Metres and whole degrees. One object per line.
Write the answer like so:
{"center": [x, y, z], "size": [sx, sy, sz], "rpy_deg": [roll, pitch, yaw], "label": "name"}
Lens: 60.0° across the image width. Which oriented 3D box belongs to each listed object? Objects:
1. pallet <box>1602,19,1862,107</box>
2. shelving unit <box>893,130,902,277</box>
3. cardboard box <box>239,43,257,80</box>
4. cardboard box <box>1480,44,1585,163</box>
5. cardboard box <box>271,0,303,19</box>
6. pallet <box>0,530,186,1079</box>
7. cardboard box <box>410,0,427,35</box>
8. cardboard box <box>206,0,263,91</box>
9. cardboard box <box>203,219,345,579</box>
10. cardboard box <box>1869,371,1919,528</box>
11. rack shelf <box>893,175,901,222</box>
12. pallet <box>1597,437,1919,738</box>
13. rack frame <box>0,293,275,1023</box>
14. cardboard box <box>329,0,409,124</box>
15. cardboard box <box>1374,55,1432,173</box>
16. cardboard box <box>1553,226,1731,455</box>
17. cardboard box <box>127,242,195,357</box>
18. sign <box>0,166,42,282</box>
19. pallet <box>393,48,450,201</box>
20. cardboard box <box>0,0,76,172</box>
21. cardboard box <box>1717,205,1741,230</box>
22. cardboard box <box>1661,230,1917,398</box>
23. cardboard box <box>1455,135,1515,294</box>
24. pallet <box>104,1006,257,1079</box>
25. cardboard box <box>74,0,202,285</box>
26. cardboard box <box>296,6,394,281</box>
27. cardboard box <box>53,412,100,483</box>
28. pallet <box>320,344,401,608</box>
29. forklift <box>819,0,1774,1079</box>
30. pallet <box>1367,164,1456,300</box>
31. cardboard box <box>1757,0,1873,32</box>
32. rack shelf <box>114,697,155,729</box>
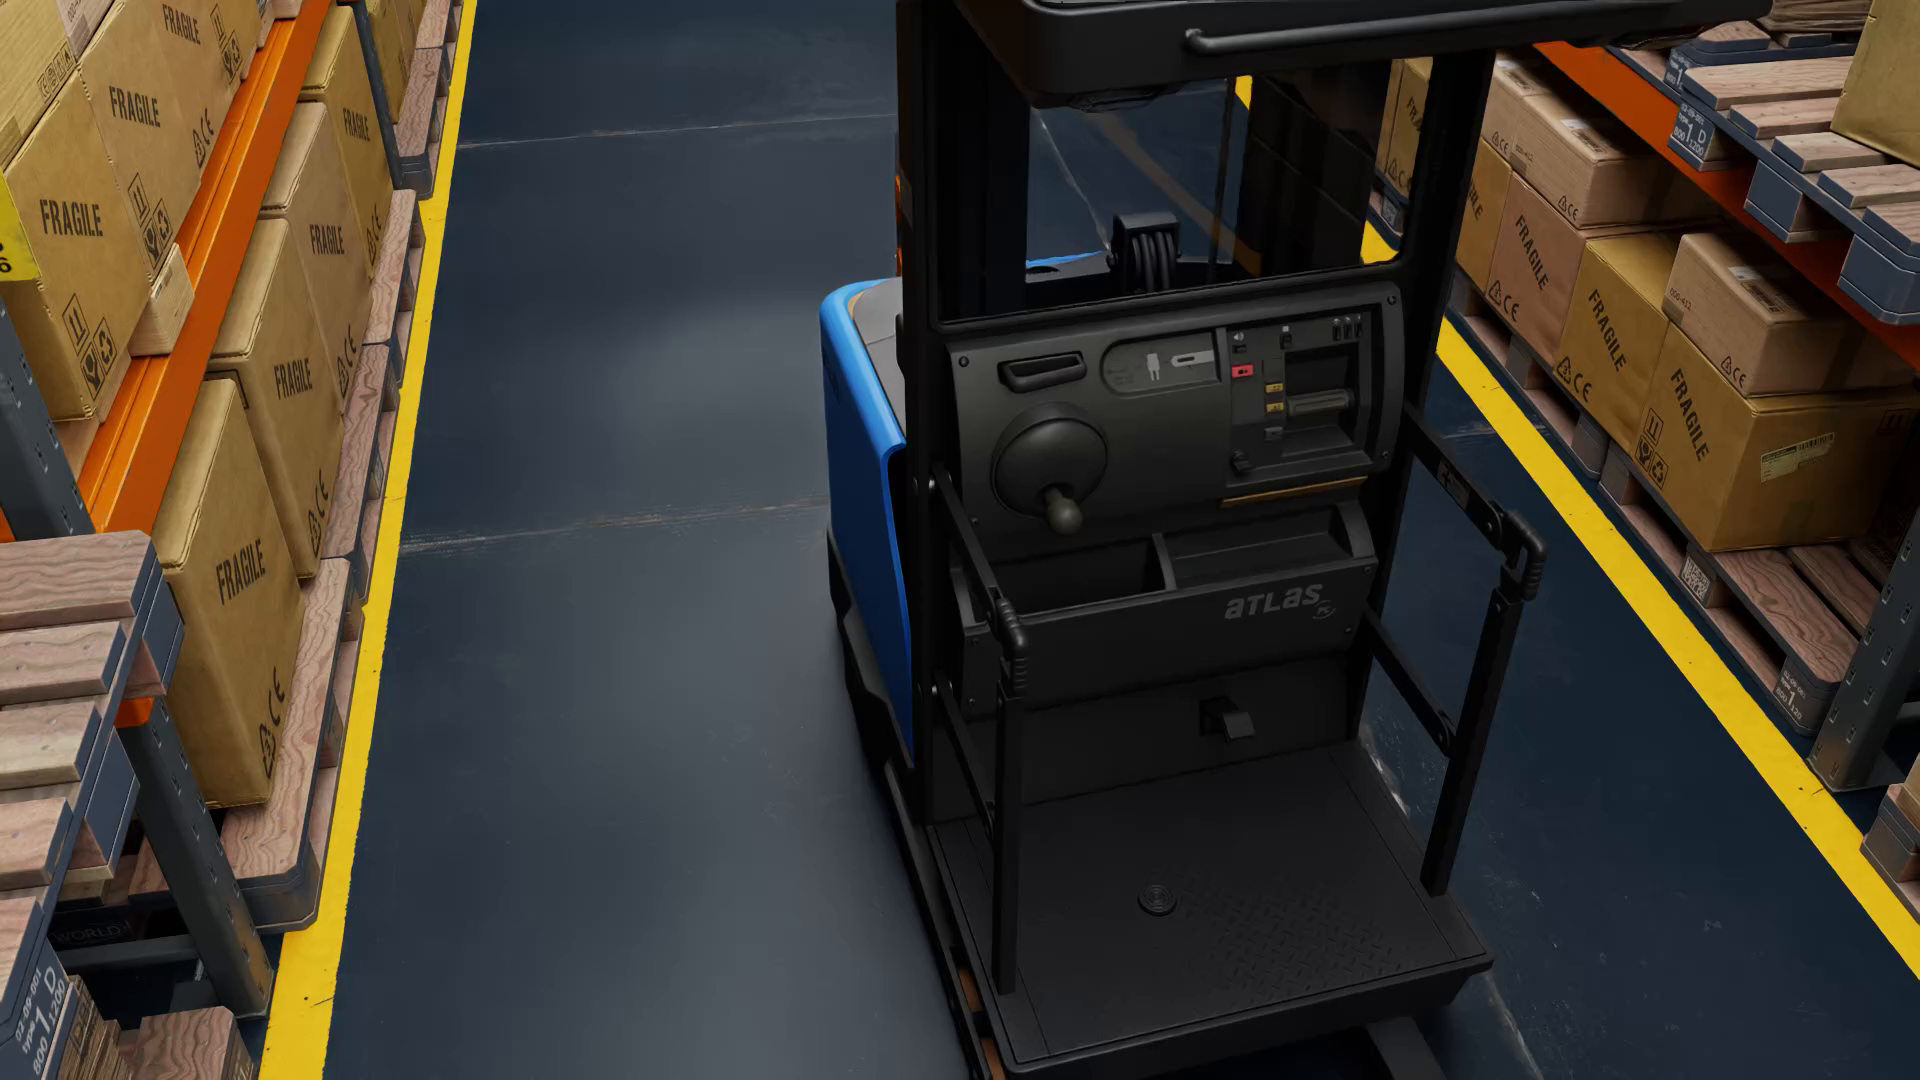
{"center": [2.432, -1.700, 5.149], "size": [1.003, 0.211, 1.213], "rpy_deg": [-6, 38, -8], "label": "pallet"}
{"center": [-0.029, -0.574, 5.011], "size": [0.258, 1.200, 0.503], "rpy_deg": [-6, 38, -8], "label": "shelving unit"}
{"center": [-2.283, -1.445, 4.854], "size": [0.380, 0.149, 0.250], "rpy_deg": [-7, 38, -9], "label": "cardboard box"}
{"center": [2.096, -1.578, 5.904], "size": [0.500, 0.250, 0.500], "rpy_deg": [-6, 38, -8], "label": "cardboard box"}
{"center": [-2.289, -1.753, 5.250], "size": [0.380, 0.149, 0.250], "rpy_deg": [-6, 38, -8], "label": "cardboard box"}
{"center": [-1.869, 0.428, 2.410], "size": [1.213, 0.211, 1.003], "rpy_deg": [-6, 38, -8], "label": "pallet"}
{"center": [-3.003, -2.738, 8.024], "size": [0.700, 0.500, 0.500], "rpy_deg": [-5, 38, -7], "label": "cardboard box"}
{"center": [-2.200, -1.483, 4.374], "size": [0.500, 0.500, 0.500], "rpy_deg": [-5, 38, -7], "label": "cardboard box"}
{"center": [-2.246, -0.371, 4.693], "size": [0.750, 0.750, 0.750], "rpy_deg": [-6, 38, -8], "label": "cardboard box"}
{"center": [2.882, -0.409, 5.011], "size": [0.500, 0.500, 0.500], "rpy_deg": [-8, 38, -10], "label": "cardboard box"}
{"center": [-0.029, -0.884, 4.769], "size": [0.258, 0.148, 0.480], "rpy_deg": [-6, 38, -8], "label": "rack shelf"}
{"center": [2.684, 0.045, 5.021], "size": [1.003, 0.211, 1.213], "rpy_deg": [-6, 38, -8], "label": "pallet"}
{"center": [-2.099, -0.066, 2.891], "size": [1.000, 3.000, 0.127], "rpy_deg": [-6, 38, -8], "label": "rack frame"}
{"center": [-2.830, -2.124, 7.234], "size": [0.700, 0.500, 0.500], "rpy_deg": [-6, 38, -7], "label": "cardboard box"}
{"center": [1.921, -1.886, 6.911], "size": [0.500, 0.500, 0.500], "rpy_deg": [-8, 39, -10], "label": "cardboard box"}
{"center": [2.292, -0.640, 5.308], "size": [0.500, 0.500, 0.500], "rpy_deg": [-8, 38, -10], "label": "cardboard box"}
{"center": [-1.927, -0.522, 3.665], "size": [0.380, 0.149, 0.250], "rpy_deg": [-5, 38, -7], "label": "cardboard box"}
{"center": [-1.566, -0.556, 2.642], "size": [0.100, 0.325, 0.005], "rpy_deg": [-6, 38, -8], "label": "sign"}
{"center": [-2.856, -1.849, 7.458], "size": [1.003, 0.211, 1.213], "rpy_deg": [-6, 38, -8], "label": "pallet"}
{"center": [-1.930, -0.847, 2.944], "size": [0.500, 0.250, 0.500], "rpy_deg": [-5, 38, -7], "label": "cardboard box"}
{"center": [2.702, -1.028, 5.807], "size": [0.500, 0.500, 0.500], "rpy_deg": [-7, 38, -9], "label": "cardboard box"}
{"center": [2.368, -0.657, 4.719], "size": [0.500, 0.250, 0.500], "rpy_deg": [-5, 38, -6], "label": "cardboard box"}
{"center": [2.106, -1.262, 6.109], "size": [0.500, 0.500, 0.500], "rpy_deg": [-6, 38, -7], "label": "cardboard box"}
{"center": [-1.963, 1.507, 3.138], "size": [1.003, 0.211, 1.213], "rpy_deg": [-6, 38, -8], "label": "pallet"}
{"center": [-2.015, -0.870, 3.584], "size": [0.500, 0.500, 0.500], "rpy_deg": [-5, 38, -6], "label": "cardboard box"}
{"center": [-2.558, -1.421, 6.044], "size": [0.750, 0.750, 0.750], "rpy_deg": [-6, 38, -7], "label": "cardboard box"}
{"center": [-1.928, -0.199, 3.250], "size": [0.380, 0.149, 0.250], "rpy_deg": [-7, 38, -9], "label": "cardboard box"}
{"center": [-2.373, -0.185, 5.316], "size": [1.003, 0.211, 1.213], "rpy_deg": [-6, 38, -8], "label": "pallet"}
{"center": [0.496, -0.183, 3.096], "size": [1.130, 2.935, 3.031], "rpy_deg": [-9, 39, -12], "label": "forklift"}
{"center": [2.256, -1.429, 6.918], "size": [1.003, 0.211, 1.213], "rpy_deg": [-6, 38, -8], "label": "pallet"}
{"center": [2.584, -1.748, 4.631], "size": [0.700, 0.500, 0.500], "rpy_deg": [0, 38, 1], "label": "cardboard box"}
{"center": [-1.748, 1.426, 1.556], "size": [1.077, 0.370, 4.000], "rpy_deg": [-6, 38, -8], "label": "rack shelf"}
